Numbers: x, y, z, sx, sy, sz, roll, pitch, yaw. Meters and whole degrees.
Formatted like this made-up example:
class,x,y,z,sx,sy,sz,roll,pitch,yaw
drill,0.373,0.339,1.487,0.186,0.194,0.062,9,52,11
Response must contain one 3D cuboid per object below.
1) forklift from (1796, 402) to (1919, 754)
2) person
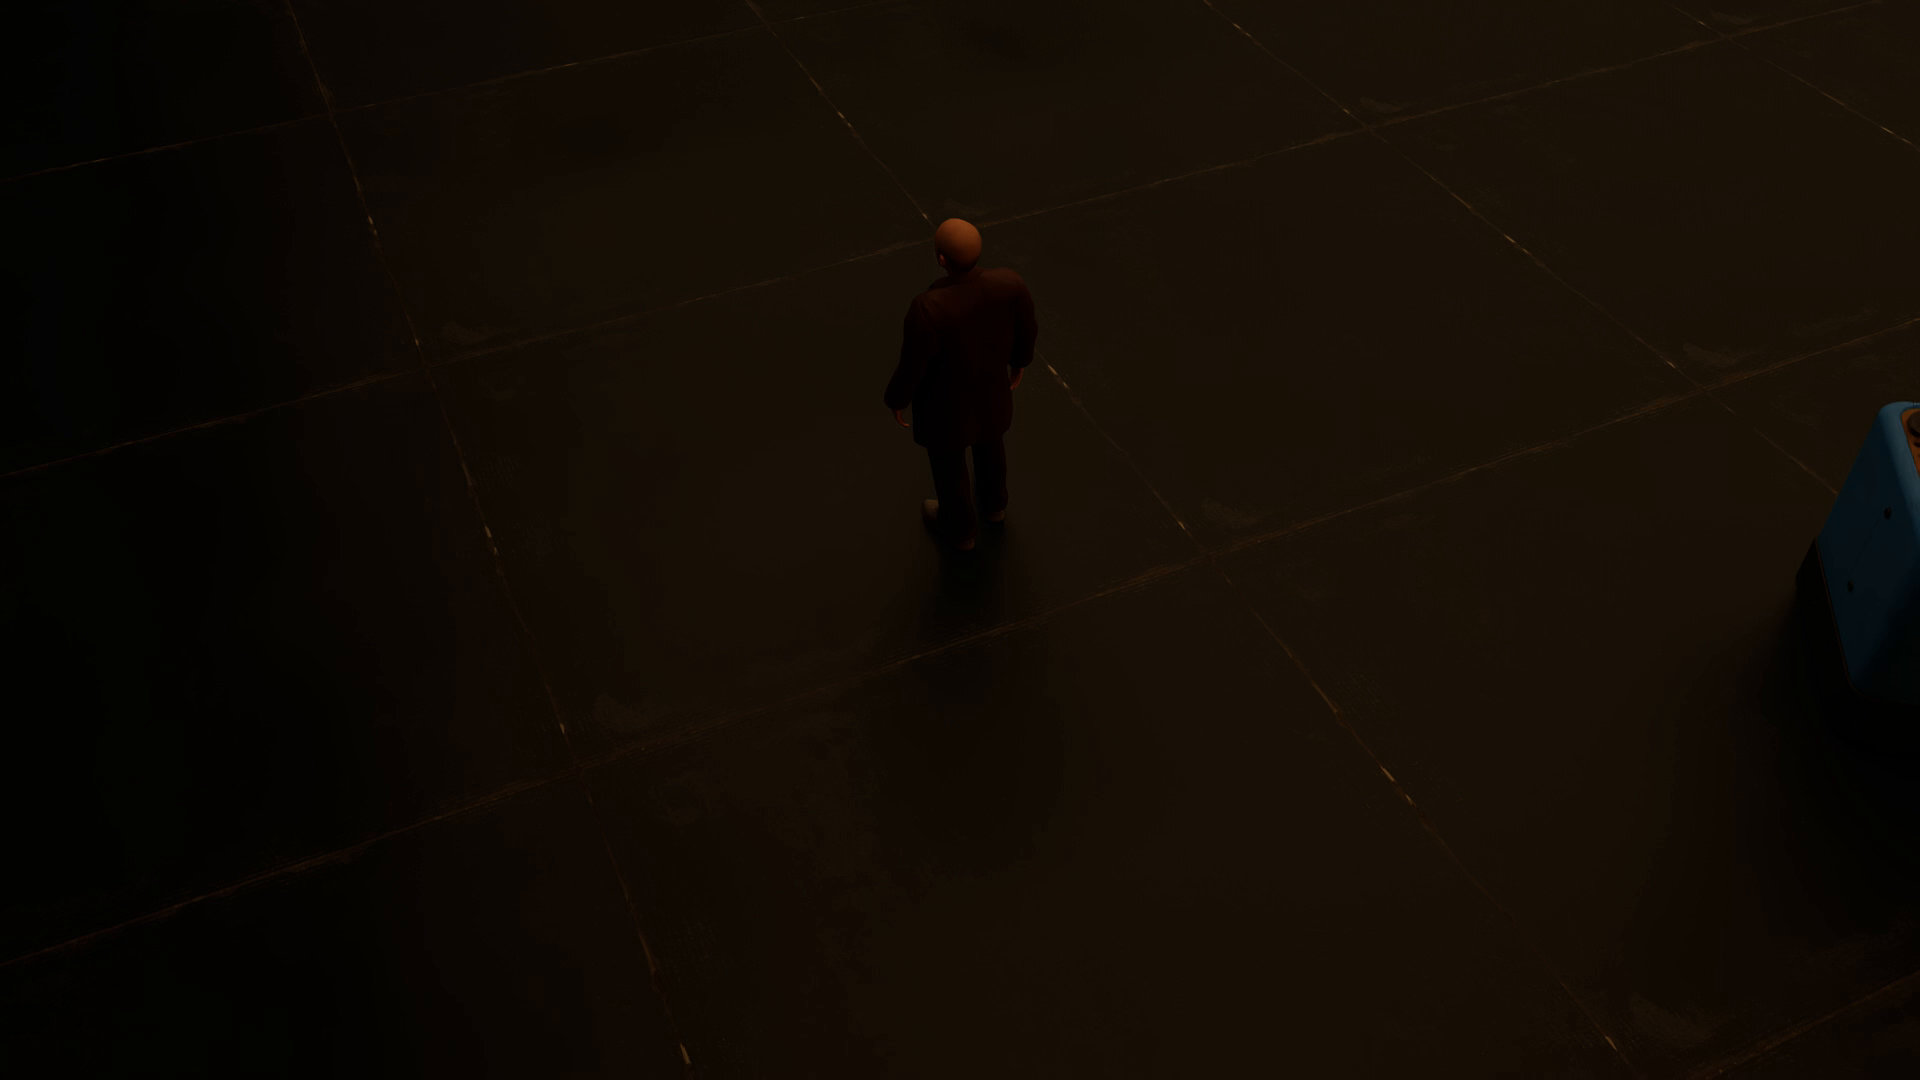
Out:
class,x,y,z,sx,sy,sz,roll,pitch,yaw
forklift,5.178,-0.341,6.045,3.031,2.935,1.130,8,44,9
person,-0.034,-0.713,7.279,0.696,1.775,0.582,-18,46,-18
